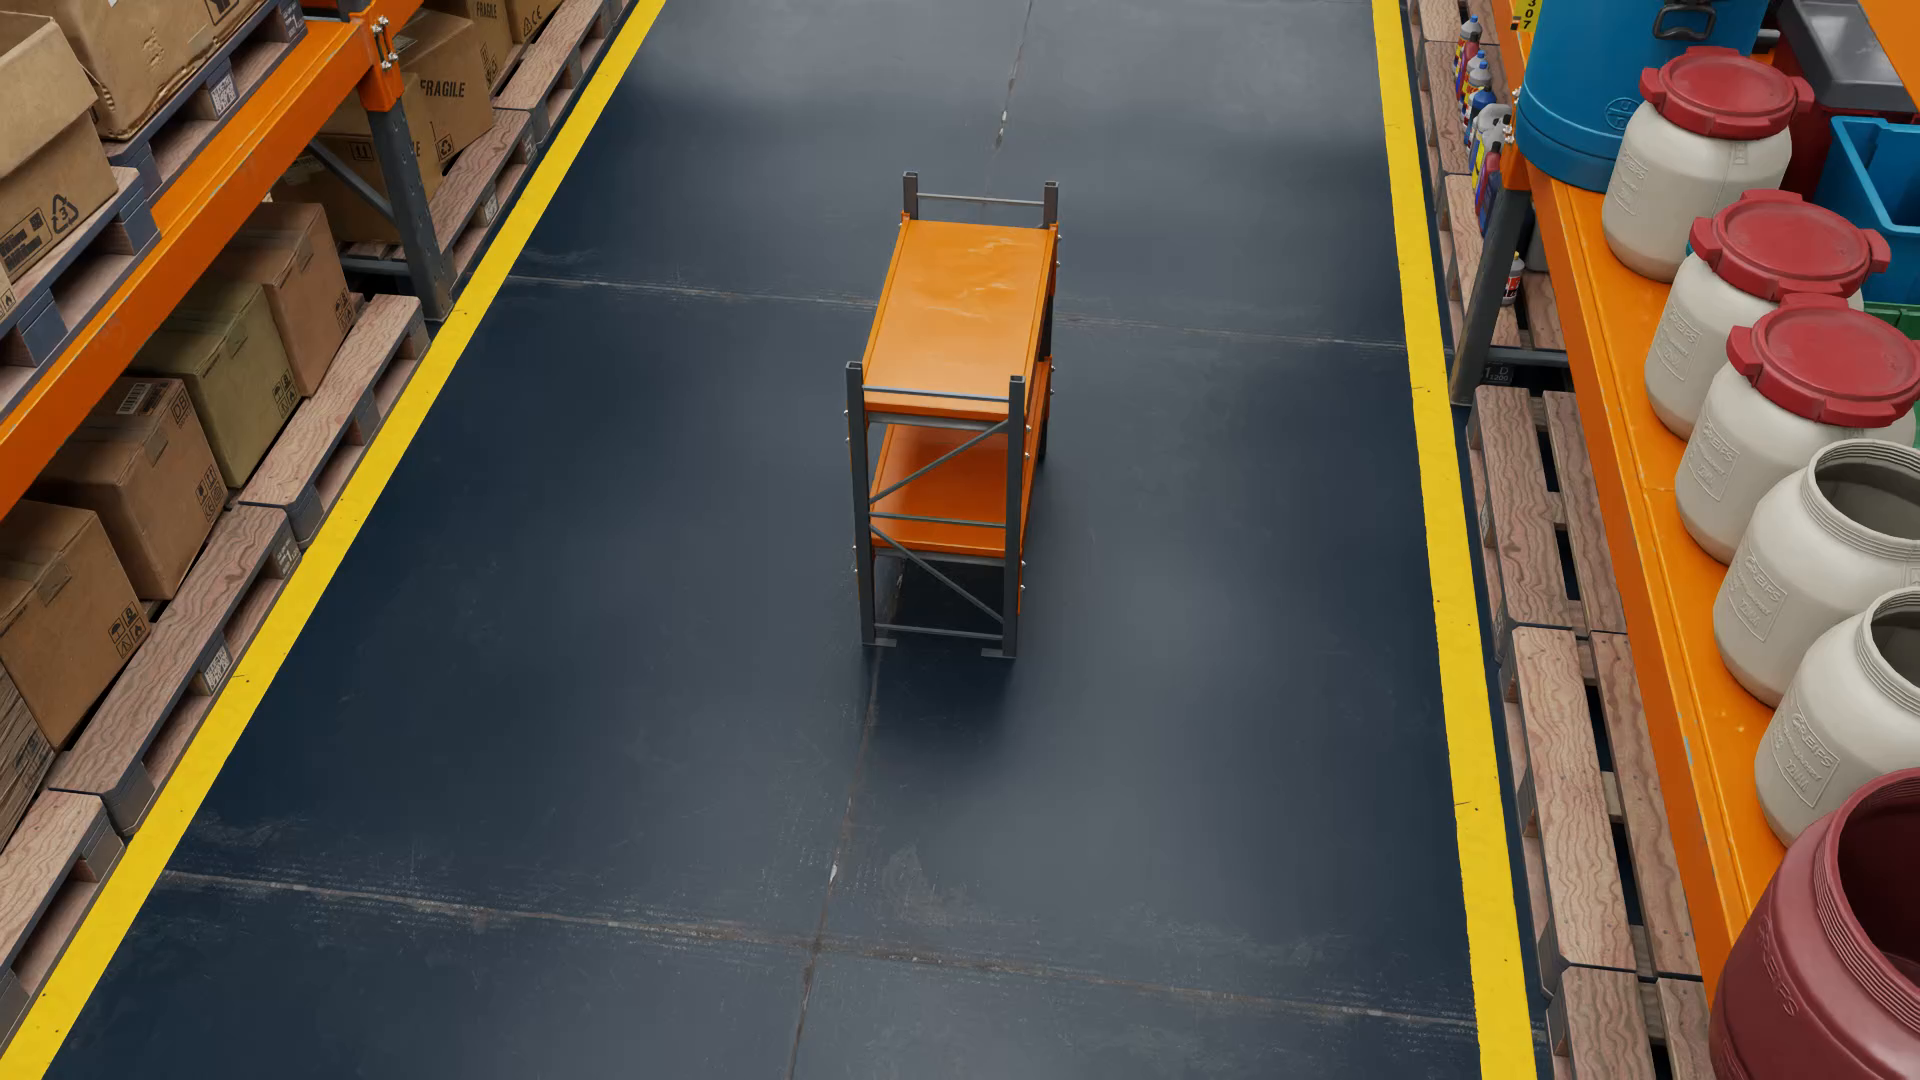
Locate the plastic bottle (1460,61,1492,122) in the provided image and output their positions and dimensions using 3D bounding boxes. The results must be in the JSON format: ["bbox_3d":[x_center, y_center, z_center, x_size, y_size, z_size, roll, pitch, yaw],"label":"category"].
[{"bbox_3d":[2.276,-1.976,7.319,0.097,0.271,0.097,0,43,0],"label":"plastic bottle"}]

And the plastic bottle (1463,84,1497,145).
[{"bbox_3d":[2.250,-1.838,7.173,0.097,0.271,0.097,0,43,0],"label":"plastic bottle"}]

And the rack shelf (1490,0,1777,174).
[{"bbox_3d":[2.619,-2.691,6.934,1.077,0.370,4.000,5,44,6],"label":"rack shelf"}]

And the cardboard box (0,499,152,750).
[{"bbox_3d":[-2.886,0.209,4.845,0.700,0.500,0.500,9,44,9],"label":"cardboard box"}]

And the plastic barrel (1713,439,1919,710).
[{"bbox_3d":[1.806,0.088,3.394,0.421,0.512,0.421,0,43,0],"label":"plastic barrel"}]

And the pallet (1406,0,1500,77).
[{"bbox_3d":[2.807,-2.694,8.442,1.003,0.211,1.213,5,44,6],"label":"pallet"}]

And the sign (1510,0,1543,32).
[{"bbox_3d":[1.811,-1.748,5.213,0.100,0.325,0.005,5,44,6],"label":"sign"}]

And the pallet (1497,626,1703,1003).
[{"bbox_3d":[2.131,0.795,4.756,1.003,0.211,1.213,5,44,6],"label":"pallet"}]

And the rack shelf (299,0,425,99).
[{"bbox_3d":[-2.290,-3.142,7.410,1.077,0.370,4.000,5,44,6],"label":"rack shelf"}]

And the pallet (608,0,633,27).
[{"bbox_3d":[-2.178,-3.151,8.924,1.003,0.211,1.213,5,44,6],"label":"pallet"}]

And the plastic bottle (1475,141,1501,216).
[{"bbox_3d":[2.160,-1.474,6.780,0.061,0.283,0.133,8,44,8],"label":"plastic bottle"}]

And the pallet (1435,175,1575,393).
[{"bbox_3d":[2.485,-1.031,6.685,1.003,0.211,1.213,5,44,6],"label":"pallet"}]

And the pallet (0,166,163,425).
[{"bbox_3d":[-2.862,-0.597,4.338,1.003,0.211,1.213,5,44,6],"label":"pallet"}]

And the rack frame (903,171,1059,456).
[{"bbox_3d":[0.066,-0.750,5.724,0.500,1.125,0.032,5,44,6],"label":"rack frame"}]

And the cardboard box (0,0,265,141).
[{"bbox_3d":[-2.799,-1.881,4.814,1.000,1.000,1.000,6,44,6],"label":"cardboard box"}]

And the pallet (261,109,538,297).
[{"bbox_3d":[-2.501,-1.488,7.168,1.003,0.211,1.213,5,44,6],"label":"pallet"}]

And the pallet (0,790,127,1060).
[{"bbox_3d":[-2.979,1.166,4.365,1.003,0.211,1.213,5,44,6],"label":"pallet"}]

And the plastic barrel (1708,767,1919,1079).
[{"bbox_3d":[1.587,0.743,2.684,0.600,0.536,0.708,5,44,6],"label":"plastic barrel"}]

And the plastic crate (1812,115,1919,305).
[{"bbox_3d":[2.517,-0.804,4.429,0.392,0.384,0.575,5,44,6],"label":"plastic crate"}]

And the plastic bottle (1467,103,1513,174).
[{"bbox_3d":[2.248,-1.687,7.011,0.152,0.276,0.135,6,44,6],"label":"plastic bottle"}]

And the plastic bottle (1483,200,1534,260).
[{"bbox_3d":[2.154,-1.253,6.498,0.144,0.351,0.185,4,44,4],"label":"plastic bottle"}]

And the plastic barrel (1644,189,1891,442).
[{"bbox_3d":[1.914,-0.507,4.005,0.433,0.535,0.433,0,43,0],"label":"plastic barrel"}]

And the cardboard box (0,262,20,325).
[{"bbox_3d":[-2.634,-0.533,3.935,0.500,0.250,0.500,4,44,4],"label":"cardboard box"}]

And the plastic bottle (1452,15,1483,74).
[{"bbox_3d":[2.335,-2.277,7.638,0.097,0.271,0.097,0,43,0],"label":"plastic bottle"}]

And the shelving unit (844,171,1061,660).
[{"bbox_3d":[-0.001,-0.404,5.358,0.538,1.125,1.048,5,44,6],"label":"shelving unit"}]

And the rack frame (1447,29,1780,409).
[{"bbox_3d":[2.355,-1.590,5.247,1.000,3.000,0.127,5,44,6],"label":"rack frame"}]

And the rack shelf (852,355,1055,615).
[{"bbox_3d":[-0.001,-0.226,5.526,0.538,0.278,1.000,5,44,6],"label":"rack shelf"}]

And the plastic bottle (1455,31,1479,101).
[{"bbox_3d":[2.287,-2.129,7.473,0.061,0.283,0.133,6,44,6],"label":"plastic bottle"}]

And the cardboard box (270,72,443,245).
[{"bbox_3d":[-2.462,-1.554,6.722,0.500,0.500,0.500,4,44,4],"label":"cardboard box"}]

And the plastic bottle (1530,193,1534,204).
[{"bbox_3d":[2.330,-1.360,6.666,0.152,0.276,0.135,5,44,6],"label":"plastic bottle"}]

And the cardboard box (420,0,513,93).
[{"bbox_3d":[-2.390,-2.375,7.589,0.500,0.500,0.500,2,43,2],"label":"cardboard box"}]

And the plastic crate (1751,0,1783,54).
[{"bbox_3d":[2.550,-1.912,5.633,0.767,0.338,0.504,5,44,6],"label":"plastic crate"}]

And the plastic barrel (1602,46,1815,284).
[{"bbox_3d":[2.011,-1.007,4.533,0.433,0.535,0.433,0,43,0],"label":"plastic barrel"}]

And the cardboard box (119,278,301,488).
[{"bbox_3d":[-2.739,-0.552,5.650,0.700,0.500,0.500,5,44,5],"label":"cardboard box"}]
